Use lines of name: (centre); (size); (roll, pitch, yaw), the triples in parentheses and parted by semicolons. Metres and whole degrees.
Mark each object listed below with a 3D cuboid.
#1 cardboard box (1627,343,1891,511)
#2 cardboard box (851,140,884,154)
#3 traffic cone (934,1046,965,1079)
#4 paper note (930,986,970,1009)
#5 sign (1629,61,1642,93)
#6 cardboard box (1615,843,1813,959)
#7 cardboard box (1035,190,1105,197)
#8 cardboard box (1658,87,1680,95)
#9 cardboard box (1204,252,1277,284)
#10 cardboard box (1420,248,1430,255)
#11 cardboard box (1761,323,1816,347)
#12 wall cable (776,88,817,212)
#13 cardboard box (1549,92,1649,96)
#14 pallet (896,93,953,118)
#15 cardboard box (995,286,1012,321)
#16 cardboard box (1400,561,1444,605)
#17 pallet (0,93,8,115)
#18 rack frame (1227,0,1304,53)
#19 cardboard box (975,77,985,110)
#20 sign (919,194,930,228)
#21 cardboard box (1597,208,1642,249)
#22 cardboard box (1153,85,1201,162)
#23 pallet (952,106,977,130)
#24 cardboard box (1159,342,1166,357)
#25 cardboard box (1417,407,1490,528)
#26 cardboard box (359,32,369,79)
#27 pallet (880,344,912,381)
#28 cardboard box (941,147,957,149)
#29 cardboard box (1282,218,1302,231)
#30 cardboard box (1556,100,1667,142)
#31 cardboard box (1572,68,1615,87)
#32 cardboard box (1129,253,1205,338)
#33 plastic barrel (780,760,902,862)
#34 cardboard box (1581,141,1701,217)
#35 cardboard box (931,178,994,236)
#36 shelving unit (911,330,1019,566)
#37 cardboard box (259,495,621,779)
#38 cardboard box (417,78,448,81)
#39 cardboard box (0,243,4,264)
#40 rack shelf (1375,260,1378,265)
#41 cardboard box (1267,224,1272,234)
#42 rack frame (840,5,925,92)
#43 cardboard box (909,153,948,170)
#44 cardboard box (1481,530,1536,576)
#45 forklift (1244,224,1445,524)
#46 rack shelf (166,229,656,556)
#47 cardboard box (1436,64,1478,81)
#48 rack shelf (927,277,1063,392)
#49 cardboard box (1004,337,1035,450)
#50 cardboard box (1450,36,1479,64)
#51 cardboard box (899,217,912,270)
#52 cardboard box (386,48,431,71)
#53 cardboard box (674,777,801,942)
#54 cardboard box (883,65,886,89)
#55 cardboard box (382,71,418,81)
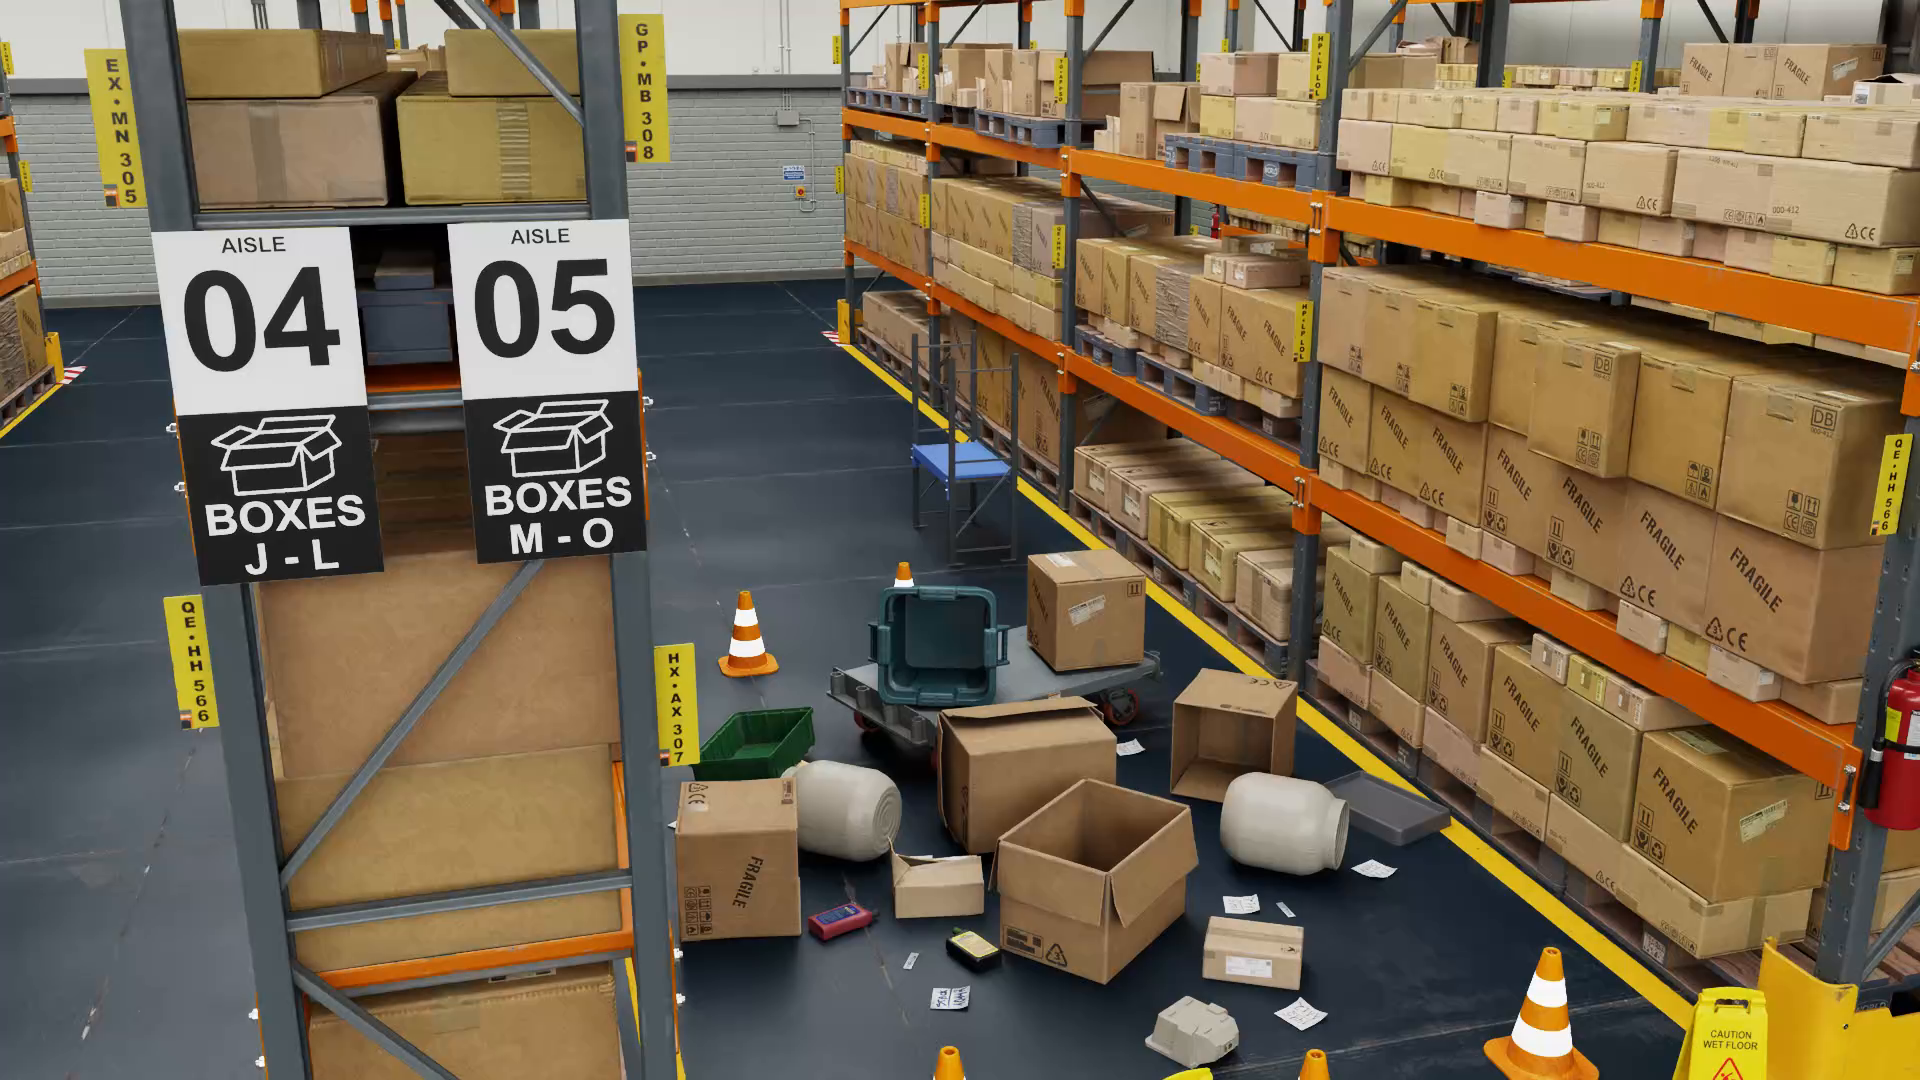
cardboard box: (2.999, -0.440, 6.273); (0.700, 0.500, 0.500); (-5, 17, -15)
cardboard box: (-1.084, -4.649, 19.675); (0.380, 0.149, 0.250); (-4, 17, -14)
traffic cone: (-0.031, 1.869, 5.425); (0.336, 0.463, 0.334); (-5, 17, -15)
paper note: (-0.037, 1.780, 6.477); (0.144, 0.017, 0.142); (1, 17, 4)
sign: (5.532, -3.754, 13.623); (0.100, 0.325, 0.005); (-5, 17, -15)
cardboard box: (2.994, 1.401, 6.624); (0.500, 0.250, 0.500); (-5, 17, -16)
cardboard box: (0.974, -2.822, 14.720); (0.500, 0.500, 0.500); (-4, 17, -14)
cardboard box: (5.858, -3.565, 13.396); (0.380, 0.166, 0.250); (-5, 17, -15)
cardboard box: (1.738, -1.688, 10.309); (0.380, 0.149, 0.250); (-5, 18, -18)
cardboard box: (5.015, -3.173, 16.897); (0.700, 0.500, 0.500); (-5, 17, -15)
cardboard box: (6.364, -1.473, 12.403); (0.500, 0.250, 0.500); (-4, 17, -13)
wall cable: (-2.488, -5.991, 25.362); (0.585, 1.953, 0.123); (-5, 17, -15)
cardboard box: (3.007, -2.034, 7.845); (0.380, 0.149, 0.250); (-4, 17, -14)
pallet: (-0.031, -4.446, 16.980); (1.003, 0.211, 1.213); (-5, 17, -15)
cardboard box: (0.616, -2.047, 14.313); (0.500, 0.250, 0.500); (-5, 17, -16)
cardboard box: (2.404, 0.200, 8.192); (0.380, 0.149, 0.250); (-4, 17, -13)
pallet: (-10.230, -4.338, 16.619); (1.003, 0.211, 1.213); (-5, 17, -15)
rack frame: (3.856, -7.198, 20.773); (1.000, 3.000, 0.127); (-5, 17, -15)
cardboard box: (0.349, -3.865, 14.396); (0.396, 0.266, 0.258); (-3, 17, -11)
sign: (-0.350, -3.233, 16.360); (0.100, 0.325, 0.005); (-5, 17, -15)
cardboard box: (2.789, -1.255, 6.639); (0.380, 0.149, 0.250); (-5, 17, -17)
cardboard box: (1.729, -2.785, 11.116); (0.797, 0.503, 0.637); (-5, 17, -15)
pallet: (0.483, -3.920, 15.408); (0.805, 0.209, 1.217); (-5, 18, -17)
cardboard box: (1.582, -1.321, 11.344); (0.380, 0.149, 0.250); (-4, 17, -13)
cardboard box: (2.521, -0.382, 7.819); (0.500, 0.500, 0.500); (-5, 17, -16)
cardboard box: (-2.158, -1.592, 5.470); (0.380, 0.149, 0.250); (-5, 17, -16)
pallet: (-0.289, -2.044, 18.891); (1.003, 0.211, 1.213); (-5, 17, -15)
cardboard box: (-0.167, -4.263, 18.390); (0.380, 0.149, 0.250); (-4, 17, -13)
cardboard box: (4.164, -3.830, 19.731); (0.500, 0.250, 0.500); (-5, 17, -17)
cardboard box: (2.651, -1.696, 6.720); (0.380, 0.149, 0.250); (-4, 17, -14)
cardboard box: (5.583, -4.033, 14.500); (0.380, 0.149, 0.250); (-5, 18, -17)
cardboard box: (1.486, -1.677, 11.402); (0.500, 0.500, 0.500); (-4, 17, -14)
plastic barrel: (-0.563, 1.233, 7.610); (0.512, 0.421, 0.421); (7, 18, 23)
cardboard box: (2.797, -1.416, 6.480); (0.500, 0.250, 0.500); (-4, 17, -14)
cardboard box: (0.028, -3.207, 16.004); (0.500, 0.500, 0.500); (-4, 17, -15)
shelving unit: (0.023, -0.695, 12.158); (0.538, 1.500, 1.048); (-5, 17, -15)
cardboard box: (-1.315, 0.219, 4.372); (0.875, 0.550, 0.550); (-5, 17, -15)
cardboard box: (-1.553, -1.415, 5.575); (0.500, 0.250, 0.500); (-5, 17, -16)
cardboard box: (-9.777, -2.825, 16.385); (0.500, 0.250, 0.500); (-5, 18, -17)
rack shelf: (5.505, -2.321, 16.215); (1.077, 0.370, 4.000); (-5, 17, -15)
cardboard box: (3.991, -3.808, 20.351); (0.380, 0.149, 0.250); (-4, 17, -14)
rack frame: (-0.916, -6.805, 19.463); (1.000, 3.000, 0.127); (-5, 17, -15)
cardboard box: (-0.321, -3.942, 17.323); (0.380, 0.149, 0.250); (-5, 17, -16)
cardboard box: (2.599, 0.043, 7.533); (0.380, 0.149, 0.250); (-5, 17, -15)
forklift: (3.349, -1.648, 12.845); (1.130, 2.935, 3.031); (-5, 18, -17)
rack shelf: (-1.800, -0.732, 5.711); (1.077, 0.370, 4.000); (-5, 17, -15)
cardboard box: (4.882, -4.598, 16.348); (0.380, 0.149, 0.250); (-5, 17, -16)
rack shelf: (0.733, -1.927, 14.905); (1.077, 0.370, 4.000); (-5, 17, -15)
cardboard box: (0.932, -1.347, 14.685); (0.875, 0.875, 0.875); (-4, 17, -15)
cardboard box: (5.210, -4.975, 16.882); (0.396, 0.266, 0.258); (-5, 17, -15)
cardboard box: (-0.336, -3.123, 17.461); (0.500, 0.500, 0.500); (-5, 17, -17)
cardboard box: (-4.183, -3.596, 12.491); (0.396, 0.266, 0.258); (-5, 17, -15)
cardboard box: (-0.936, 1.351, 7.080); (0.500, 0.500, 0.500); (-2, 17, -6)
cardboard box: (-0.552, -5.156, 18.441); (0.500, 0.311, 0.500); (-4, 17, -14)
cardboard box: (-2.484, -1.792, 6.829); (0.500, 0.250, 0.500); (-5, 17, -15)
